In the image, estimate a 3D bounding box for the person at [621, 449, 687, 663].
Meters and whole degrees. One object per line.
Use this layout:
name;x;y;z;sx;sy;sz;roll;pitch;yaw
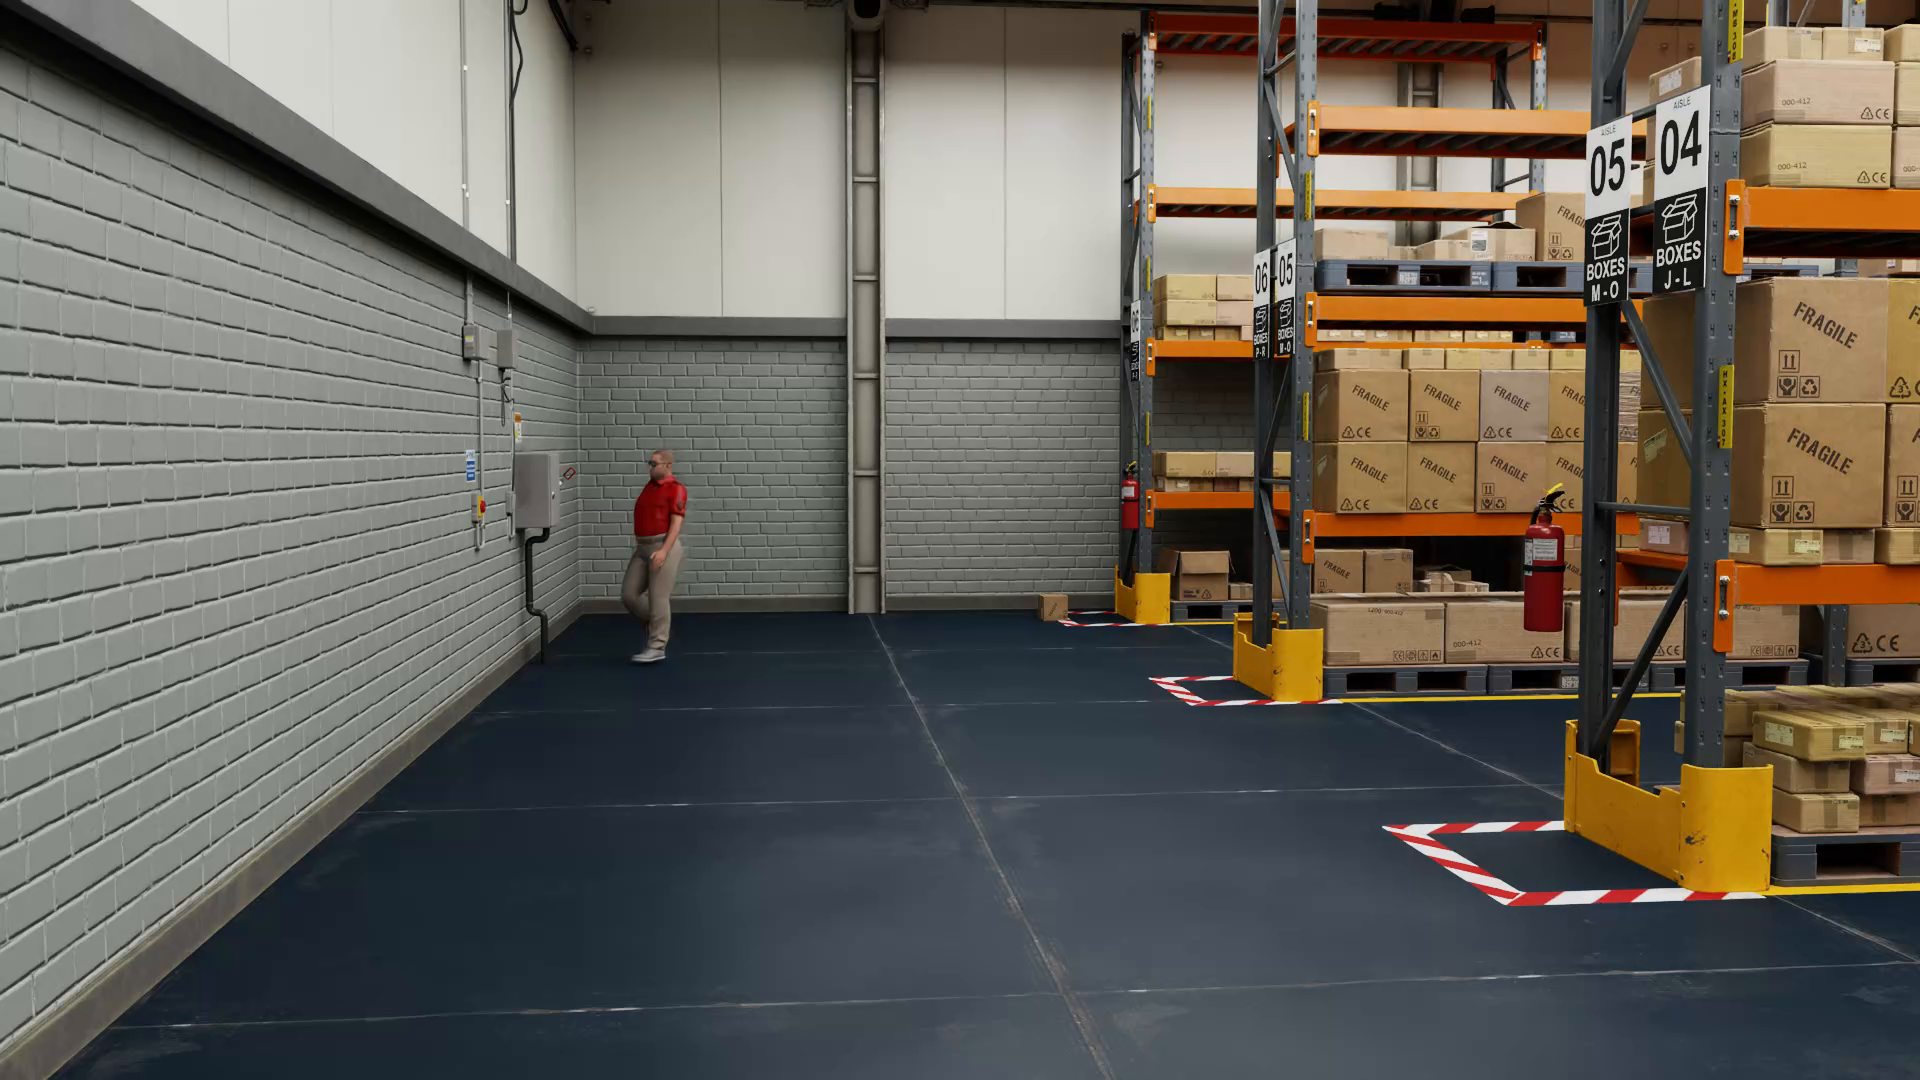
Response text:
person;-2.520;0.132;13.575;0.558;1.741;0.556;3;4;42
